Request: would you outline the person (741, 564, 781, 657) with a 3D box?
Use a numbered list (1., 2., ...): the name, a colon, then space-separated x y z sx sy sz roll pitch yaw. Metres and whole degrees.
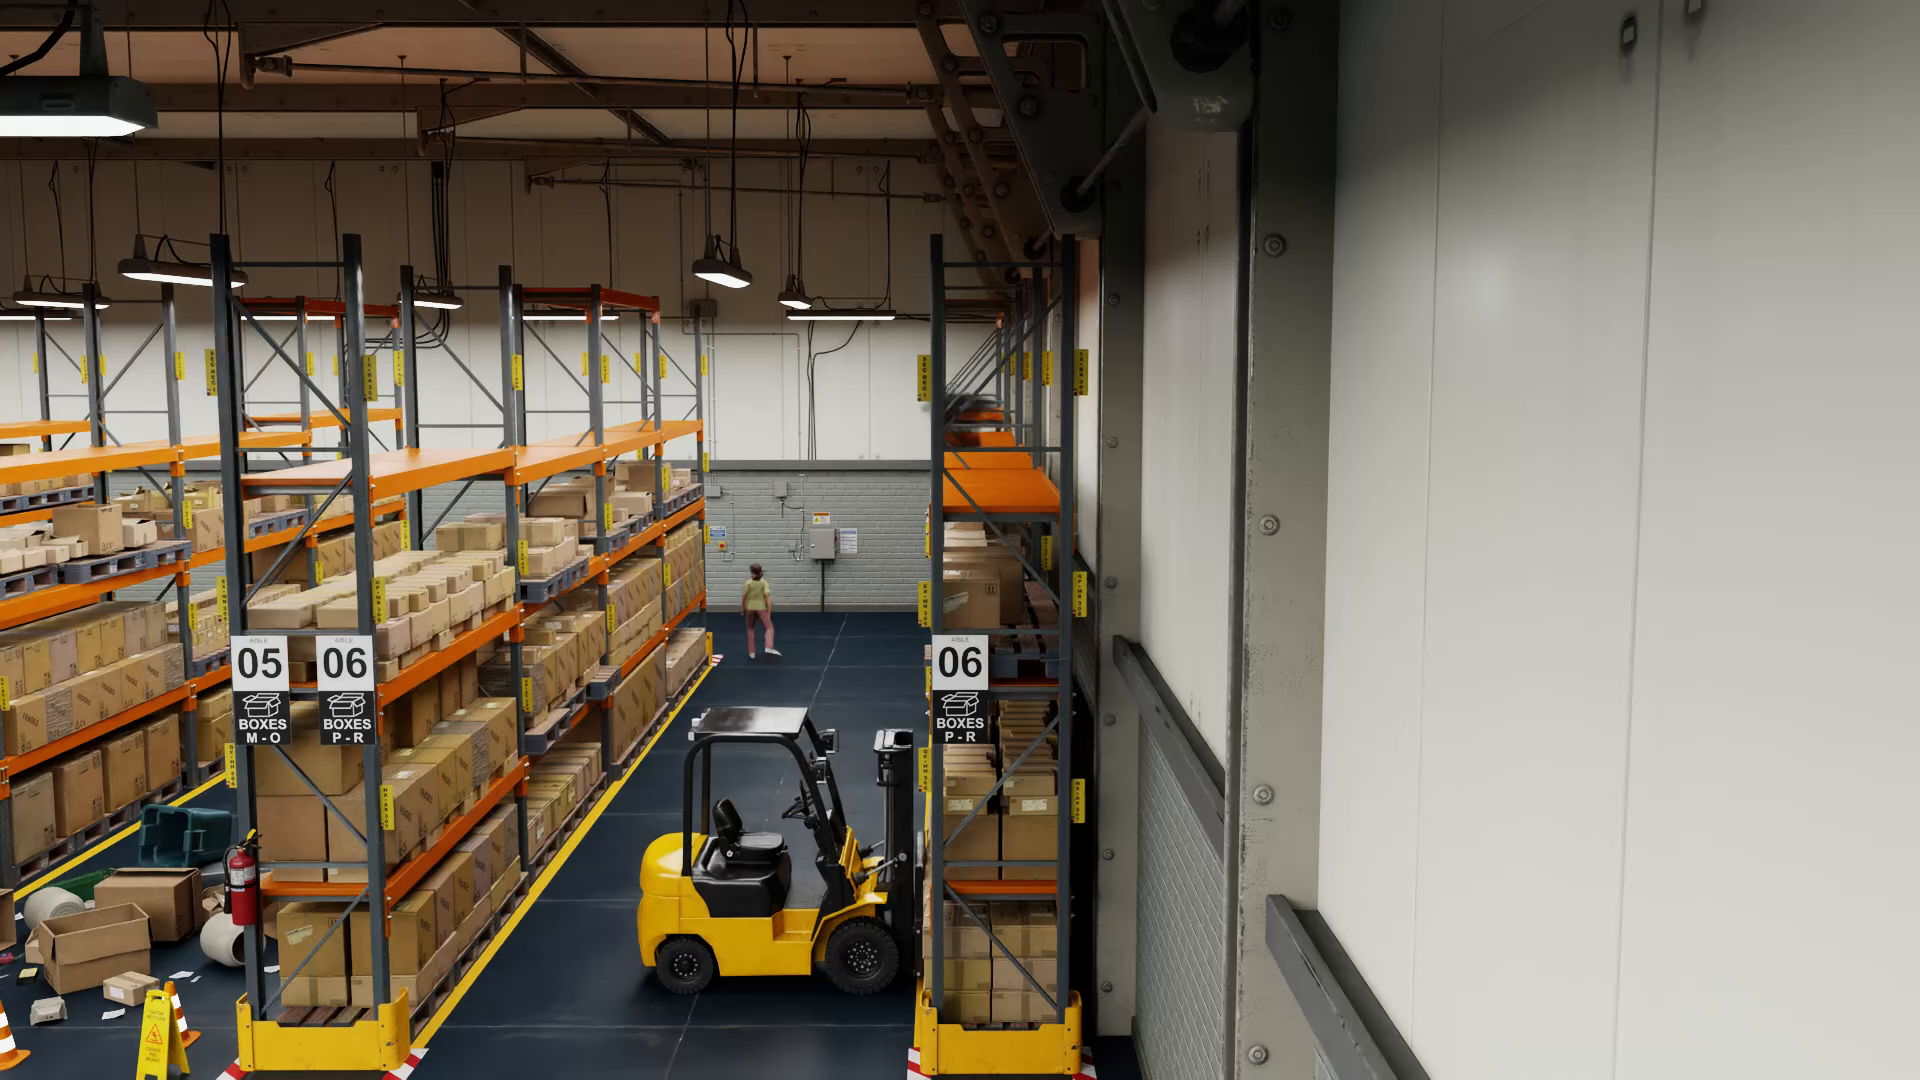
1. person: -3.407 1.214 28.390 0.707 1.621 0.601 0 6 -1
